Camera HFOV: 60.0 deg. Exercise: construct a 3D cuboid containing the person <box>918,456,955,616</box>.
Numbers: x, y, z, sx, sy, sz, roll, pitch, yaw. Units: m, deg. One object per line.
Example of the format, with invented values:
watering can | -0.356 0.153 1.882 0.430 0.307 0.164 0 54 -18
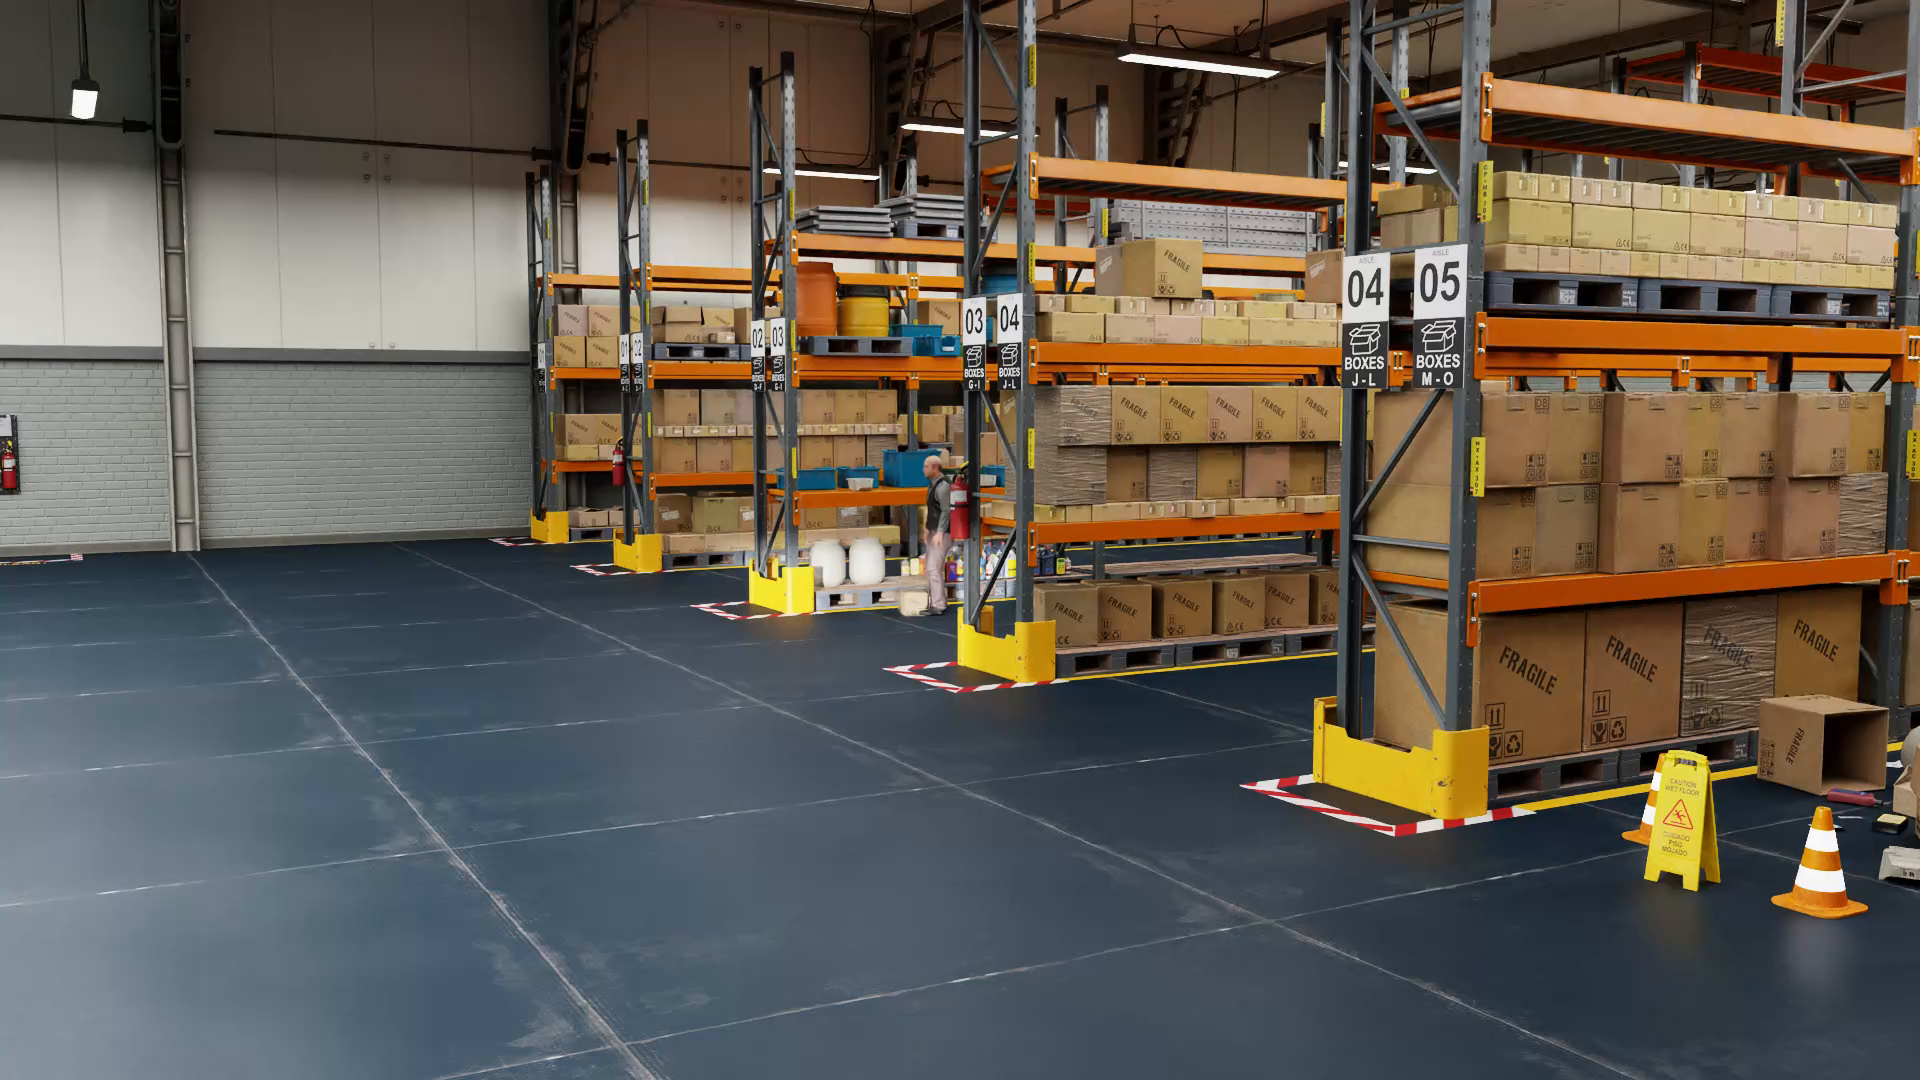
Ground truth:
person | -0.246 -0.054 17.997 0.474 1.721 0.571 -1 5 -12
